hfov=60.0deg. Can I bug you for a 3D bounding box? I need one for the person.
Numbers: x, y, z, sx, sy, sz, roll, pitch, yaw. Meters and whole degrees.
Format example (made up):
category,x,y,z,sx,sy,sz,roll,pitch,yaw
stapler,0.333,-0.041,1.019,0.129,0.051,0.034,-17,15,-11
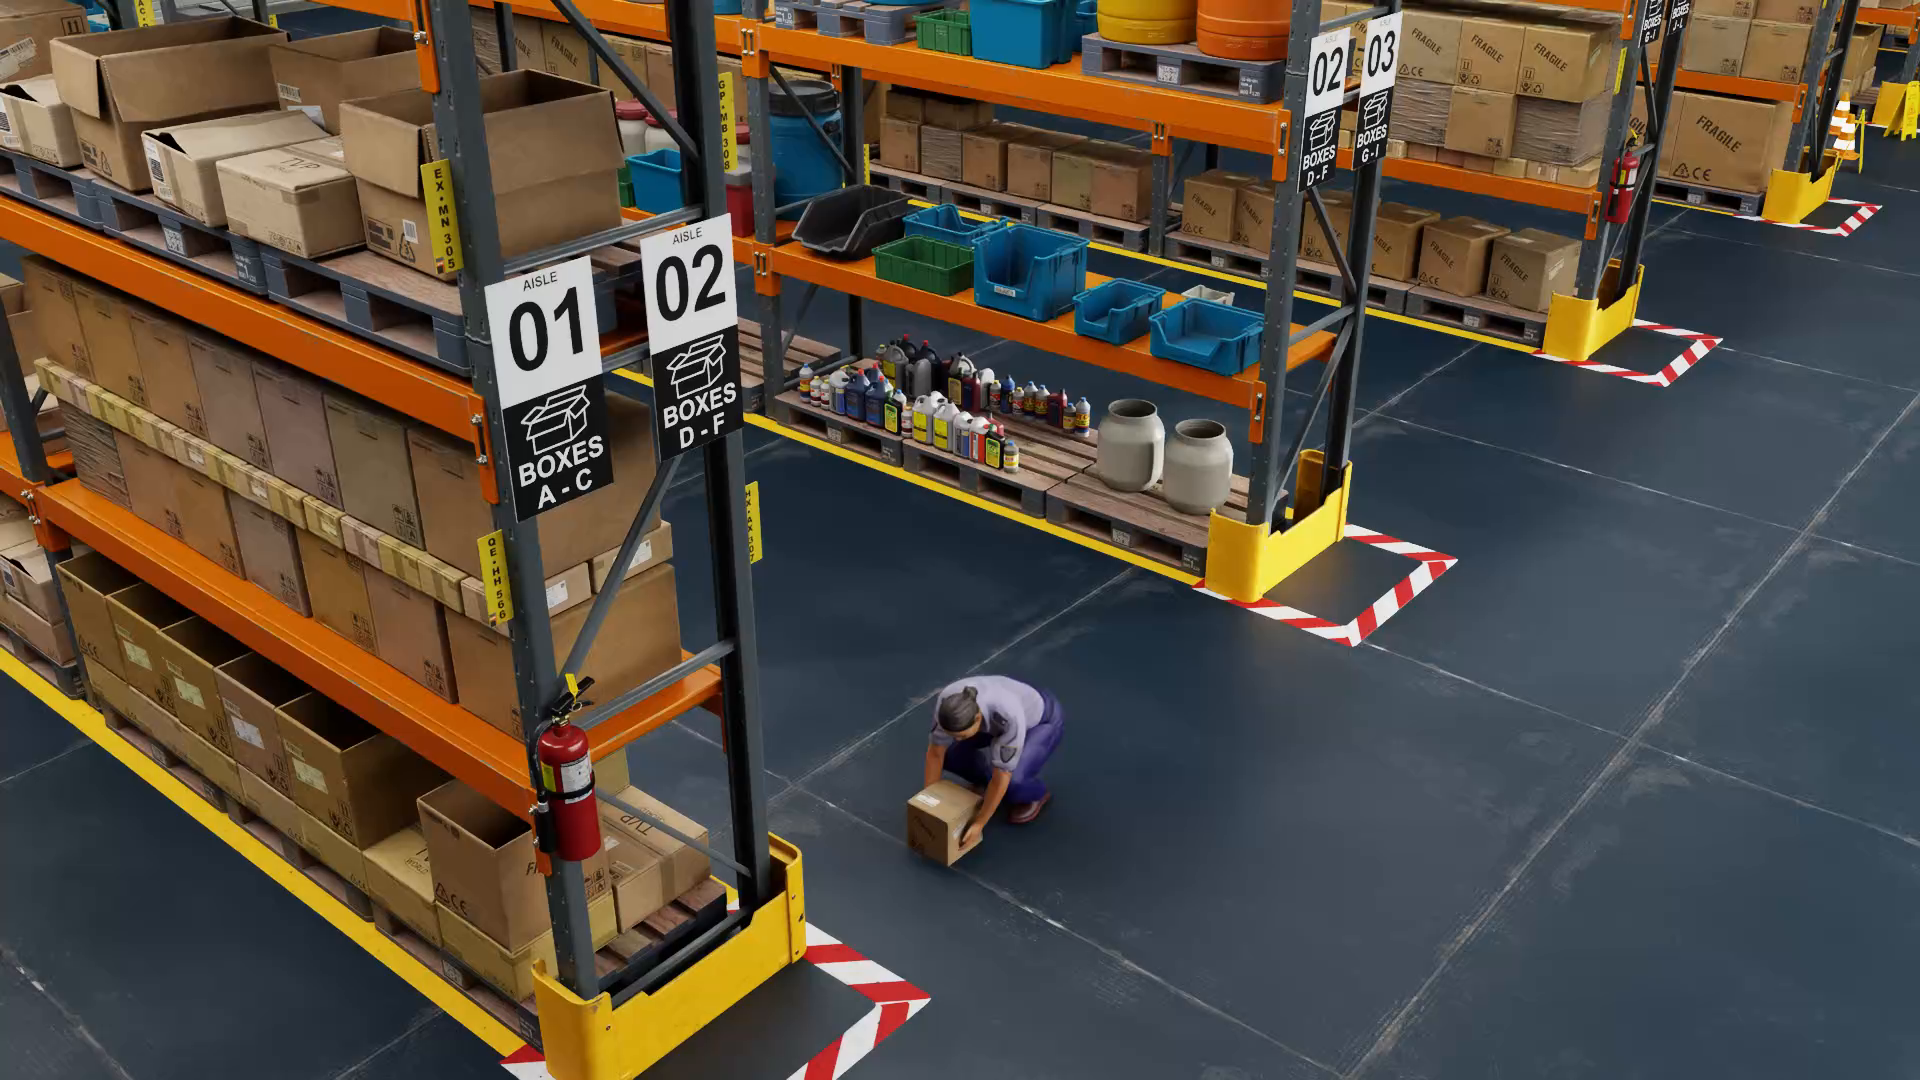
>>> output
category,x,y,z,sx,sy,sz,roll,pitch,yaw
person,0.153,0.928,7.747,0.517,0.833,0.815,21,34,34
